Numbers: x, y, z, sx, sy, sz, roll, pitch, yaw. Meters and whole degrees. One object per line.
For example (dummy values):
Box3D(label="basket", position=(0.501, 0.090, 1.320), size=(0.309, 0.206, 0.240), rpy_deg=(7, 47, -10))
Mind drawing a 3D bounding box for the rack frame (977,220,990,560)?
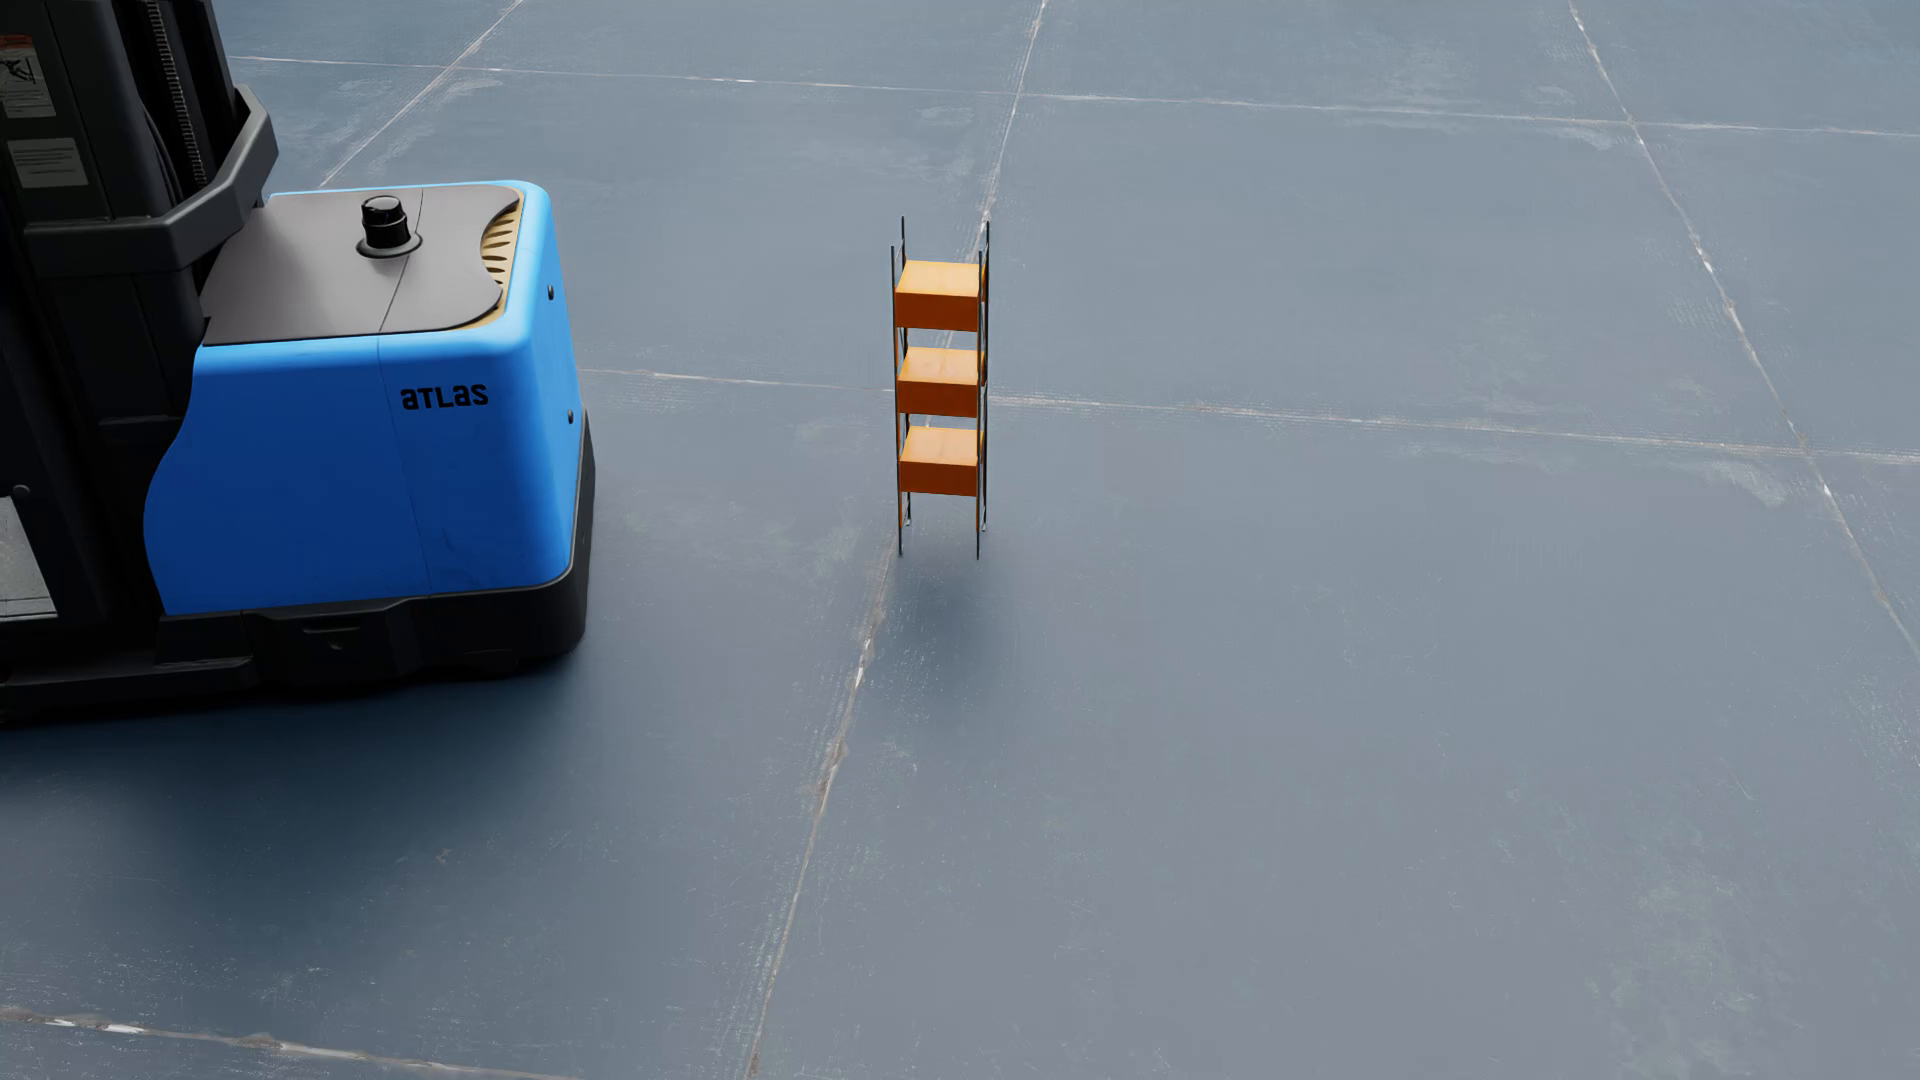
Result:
Box3D(label="rack frame", position=(0.068, -0.422, 4.938), size=(0.008, 1.050, 0.200), rpy_deg=(4, 36, 6))

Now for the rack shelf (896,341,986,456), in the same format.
Box3D(label="rack shelf", position=(-0.053, -0.423, 4.957), size=(0.240, 0.259, 0.215), rpy_deg=(4, 36, 6))

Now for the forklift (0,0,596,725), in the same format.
Box3D(label="forklift", position=(-2.633, -0.995, 4.121), size=(3.031, 2.935, 1.130), rpy_deg=(-5, 36, -6))

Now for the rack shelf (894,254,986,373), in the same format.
Box3D(label="rack shelf", position=(-0.053, -0.654, 4.792), size=(0.240, 0.259, 0.215), rpy_deg=(4, 36, 6))

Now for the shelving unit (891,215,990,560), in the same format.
Box3D(label="shelving unit", position=(-0.053, -0.431, 4.951), size=(0.252, 1.050, 0.215), rpy_deg=(4, 36, 6))

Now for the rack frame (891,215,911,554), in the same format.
Box3D(label="rack frame", position=(-0.174, -0.440, 4.963), size=(0.008, 1.050, 0.200), rpy_deg=(4, 36, 6))

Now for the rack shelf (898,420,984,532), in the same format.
Box3D(label="rack shelf", position=(-0.053, -0.196, 5.118), size=(0.240, 0.259, 0.215), rpy_deg=(4, 36, 6))
